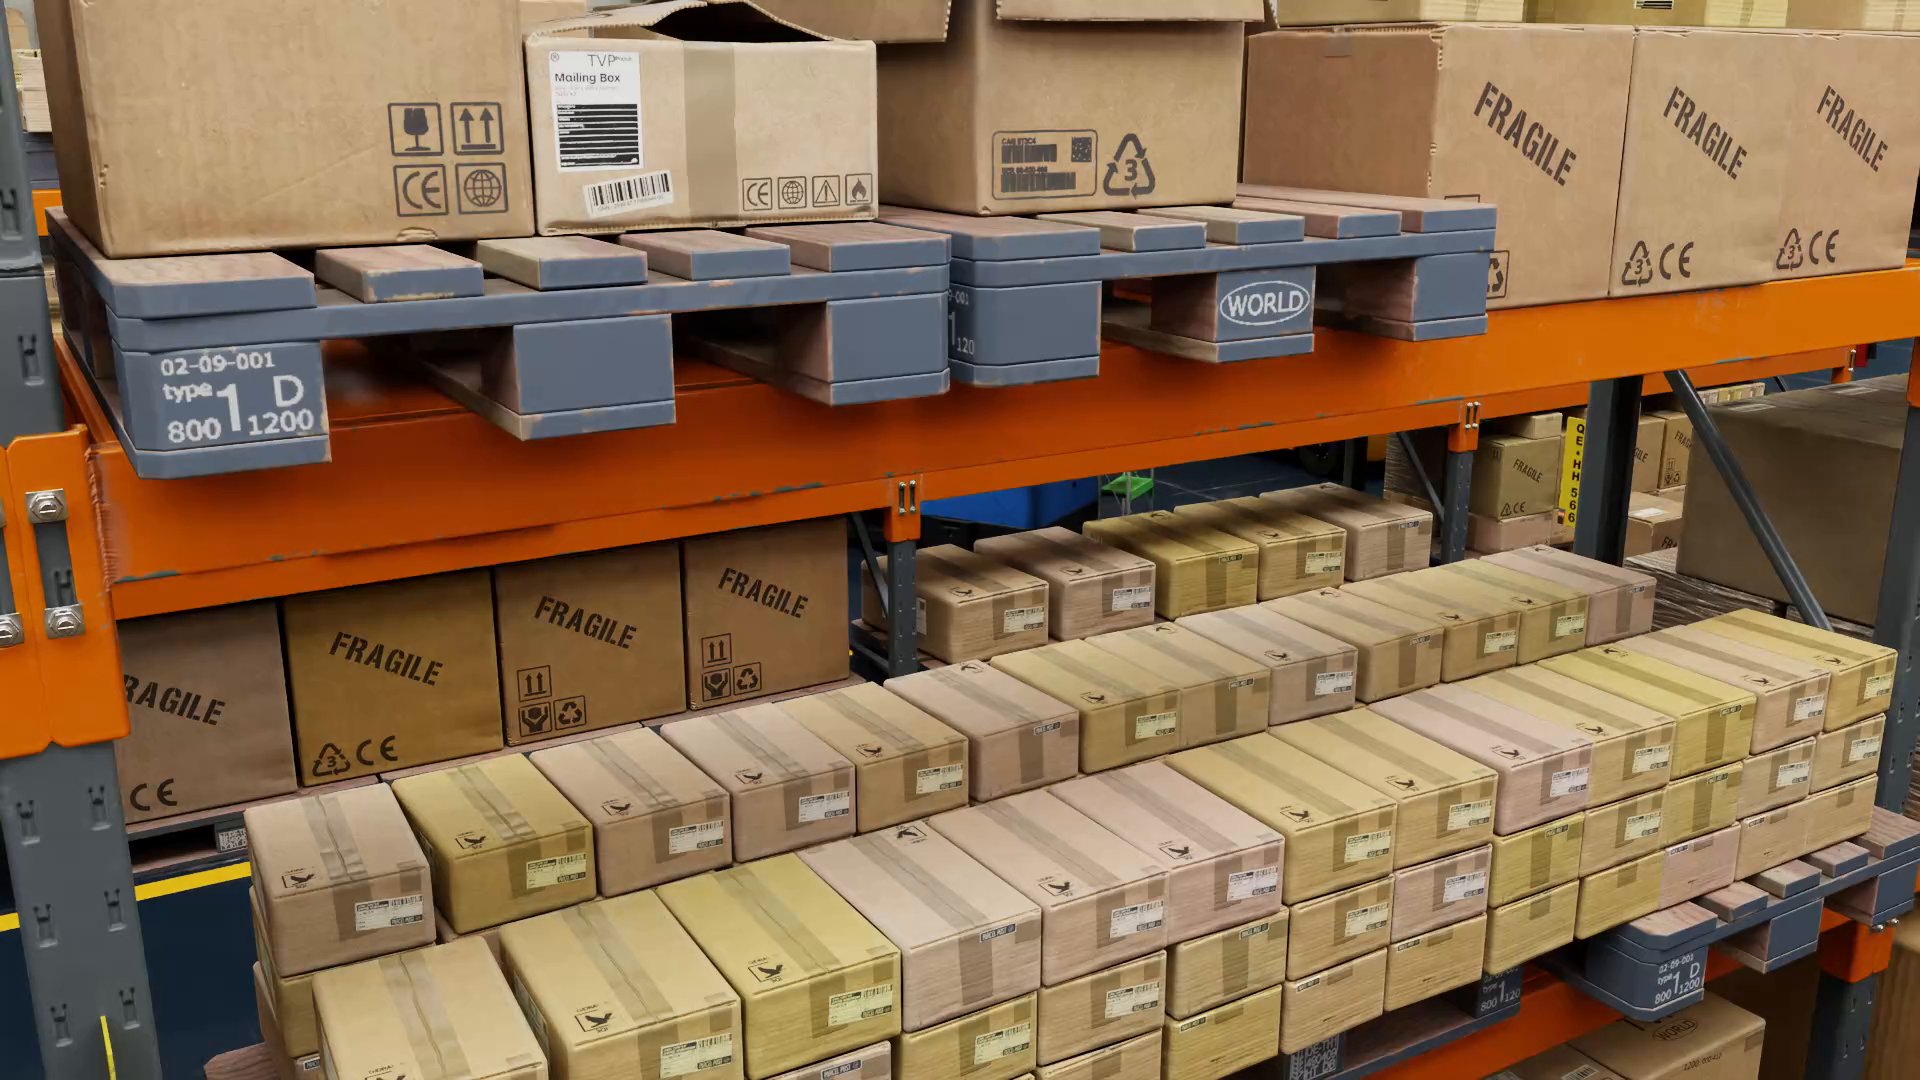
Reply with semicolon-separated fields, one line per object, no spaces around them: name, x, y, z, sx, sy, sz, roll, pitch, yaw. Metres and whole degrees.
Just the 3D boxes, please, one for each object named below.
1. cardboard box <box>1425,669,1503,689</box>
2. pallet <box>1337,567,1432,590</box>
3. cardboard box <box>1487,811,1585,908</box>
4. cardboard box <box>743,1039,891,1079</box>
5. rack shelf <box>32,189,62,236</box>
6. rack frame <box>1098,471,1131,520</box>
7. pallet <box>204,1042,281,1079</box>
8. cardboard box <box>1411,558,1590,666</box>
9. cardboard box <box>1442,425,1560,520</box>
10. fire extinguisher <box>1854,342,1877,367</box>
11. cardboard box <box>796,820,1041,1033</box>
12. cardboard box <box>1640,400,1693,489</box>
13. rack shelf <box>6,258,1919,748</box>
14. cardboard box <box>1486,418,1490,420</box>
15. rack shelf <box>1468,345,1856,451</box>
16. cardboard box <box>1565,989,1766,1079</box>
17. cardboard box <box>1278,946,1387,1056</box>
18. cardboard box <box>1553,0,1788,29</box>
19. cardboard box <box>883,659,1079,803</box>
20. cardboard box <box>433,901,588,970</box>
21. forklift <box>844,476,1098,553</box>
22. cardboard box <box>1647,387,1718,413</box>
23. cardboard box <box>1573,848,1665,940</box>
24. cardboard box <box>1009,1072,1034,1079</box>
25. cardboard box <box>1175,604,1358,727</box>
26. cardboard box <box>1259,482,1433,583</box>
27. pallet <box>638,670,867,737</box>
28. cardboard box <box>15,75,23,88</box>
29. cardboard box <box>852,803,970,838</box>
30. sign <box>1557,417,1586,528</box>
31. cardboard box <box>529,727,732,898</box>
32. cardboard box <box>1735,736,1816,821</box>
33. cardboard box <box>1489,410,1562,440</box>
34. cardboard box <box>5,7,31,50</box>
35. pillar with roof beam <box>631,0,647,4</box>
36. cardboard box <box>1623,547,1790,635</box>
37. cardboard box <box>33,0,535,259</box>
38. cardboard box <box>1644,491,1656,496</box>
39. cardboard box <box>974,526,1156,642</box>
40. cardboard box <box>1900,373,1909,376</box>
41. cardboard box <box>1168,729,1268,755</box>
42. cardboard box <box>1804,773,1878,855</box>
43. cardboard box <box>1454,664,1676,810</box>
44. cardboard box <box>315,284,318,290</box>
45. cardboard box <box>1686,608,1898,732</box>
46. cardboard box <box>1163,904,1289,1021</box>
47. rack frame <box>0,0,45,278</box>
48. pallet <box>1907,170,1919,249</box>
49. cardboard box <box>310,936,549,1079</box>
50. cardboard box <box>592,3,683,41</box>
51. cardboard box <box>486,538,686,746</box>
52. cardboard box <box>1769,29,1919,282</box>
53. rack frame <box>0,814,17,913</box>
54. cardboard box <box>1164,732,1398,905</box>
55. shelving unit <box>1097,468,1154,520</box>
cardboard box;1.131;0.363;4.195;0.250;0.149;0.380;-10;18;-31
pallet;2.234;0.254;10.612;1.213;0.211;1.003;-9;18;-30
cardboard box;1.037;0.583;3.408;0.250;0.149;0.380;-9;18;-30
cardboard box;-0.304;0.801;2.631;0.250;0.149;0.380;-9;18;-28
rack shelf;-2.243;-1.461;7.339;4.000;0.370;1.077;-9;18;-30
rack frame;1.093;-0.579;11.751;0.240;1.200;0.015;8;17;25
pallet;-0.591;1.066;2.905;1.213;0.211;1.003;-9;18;-30
cardboard box;1.383;0.180;4.296;0.250;0.149;0.380;-10;18;-31
cardboard box;3.545;-0.456;10.905;0.500;0.500;0.500;-8;18;-27
fire extinguisher;6.665;-1.625;12.293;0.183;0.674;0.296;-9;18;-30
cardboard box;-0.074;0.621;2.723;0.250;0.149;0.380;-9;18;-30
cardboard box;4.895;-0.679;11.701;0.500;0.500;0.500;-10;18;-31
rack shelf;0.393;-0.330;3.304;4.000;0.370;1.077;-9;18;-30
cardboard box;3.704;-0.652;11.604;0.500;0.500;0.500;-9;18;-29
rack shelf;4.615;-1.129;11.711;4.000;0.370;1.077;-9;18;-30
cardboard box;1.656;1.286;4.227;0.500;0.250;0.500;-10;18;-31
cardboard box;0.588;0.800;3.187;0.250;0.149;0.380;-10;19;-32
cardboard box;1.463;-1.180;3.400;0.258;0.266;0.396;-9;18;-30
cardboard box;0.040;0.397;3.523;0.250;0.149;0.380;-10;19;-32
cardboard box;-0.856;0.684;3.049;0.250;0.149;0.380;-9;18;-29
forklift;-0.557;-1.496;11.815;3.031;2.935;1.130;9;18;28
cardboard box;5.053;-0.996;11.630;0.250;0.149;0.380;-8;18;-27
cardboard box;1.272;0.688;3.587;0.250;0.149;0.380;-9;18;-30
cardboard box;-0.080;0.908;2.800;0.250;0.149;0.380;-9;18;-29
cardboard box;0.712;0.288;3.911;0.250;0.149;0.380;-8;18;-27
cardboard box;2.452;-0.060;10.658;0.625;0.372;0.950;-9;18;-29
pallet;-1.243;0.794;8.687;1.213;0.211;1.003;-9;18;-30
cardboard box;-5.816;-2.784;10.229;0.250;0.149;0.380;-9;18;-29
cardboard box;-0.187;0.575;3.437;0.250;0.149;0.380;-10;19;-33
sign;1.819;-0.195;4.904;0.005;0.325;0.100;-9;18;-30
cardboard box;-0.625;0.505;3.137;0.250;0.149;0.380;-10;18;-31
cardboard box;1.691;0.477;3.786;0.250;0.149;0.380;-8;18;-28
cardboard box;3.683;-0.772;10.830;0.250;0.149;0.380;-9;18;-29
cardboard box;-6.080;-3.252;10.580;0.258;0.266;0.396;-9;18;-30
pillar with roof beam;-0.217;-4.071;9.761;0.400;9.000;9.100;-9;18;-30
cardboard box;2.355;0.317;5.035;0.500;0.500;0.500;-9;18;-30
cardboard box;-0.940;-0.676;2.242;0.500;0.500;0.700;-9;18;-30
cardboard box;4.450;-0.246;11.546;0.500;0.250;0.500;-9;18;-30
cardboard box;0.590;0.241;9.581;0.625;0.372;0.950;-10;18;-31
cardboard box;3.369;-0.242;5.178;0.500;0.500;0.700;-10;18;-31
cardboard box;0.487;0.466;3.827;0.250;0.149;0.380;-9;18;-30
cardboard box;1.921;0.584;3.957;0.250;0.149;0.380;-9;18;-29
cardboard box;1.256;0.406;3.491;0.250;0.149;0.380;-9;18;-28
cardboard box;-2.819;-0.874;7.434;0.500;0.500;0.500;-9;18;-28
cardboard box;1.924;0.297;3.879;0.250;0.149;0.380;-10;19;-32
cardboard box;0.376;0.690;3.027;0.250;0.149;0.380;-10;18;-31
rack frame;-1.321;-1.842;1.810;0.127;3.000;1.000;-9;18;-30
pallet;2.632;-0.965;4.587;1.003;0.211;1.213;-8;18;-27
cardboard box;-0.747;0.730;2.333;0.250;0.149;0.380;-8;18;-27
cardboard box;-1.279;-2.154;7.516;0.500;0.500;0.700;-10;19;-32
cardboard box;-1.930;0.380;8.156;0.875;0.875;0.875;-9;18;-29
cardboard box;1.749;-0.864;3.692;0.500;0.500;0.500;-9;18;-30
rack frame;-3.957;-0.085;6.655;0.127;3.000;1.000;-9;18;-30
cardboard box;0.591;0.512;3.111;0.250;0.149;0.380;-9;18;-28
shelving unit;1.202;-0.637;11.961;0.258;1.200;0.503;8;17;25
